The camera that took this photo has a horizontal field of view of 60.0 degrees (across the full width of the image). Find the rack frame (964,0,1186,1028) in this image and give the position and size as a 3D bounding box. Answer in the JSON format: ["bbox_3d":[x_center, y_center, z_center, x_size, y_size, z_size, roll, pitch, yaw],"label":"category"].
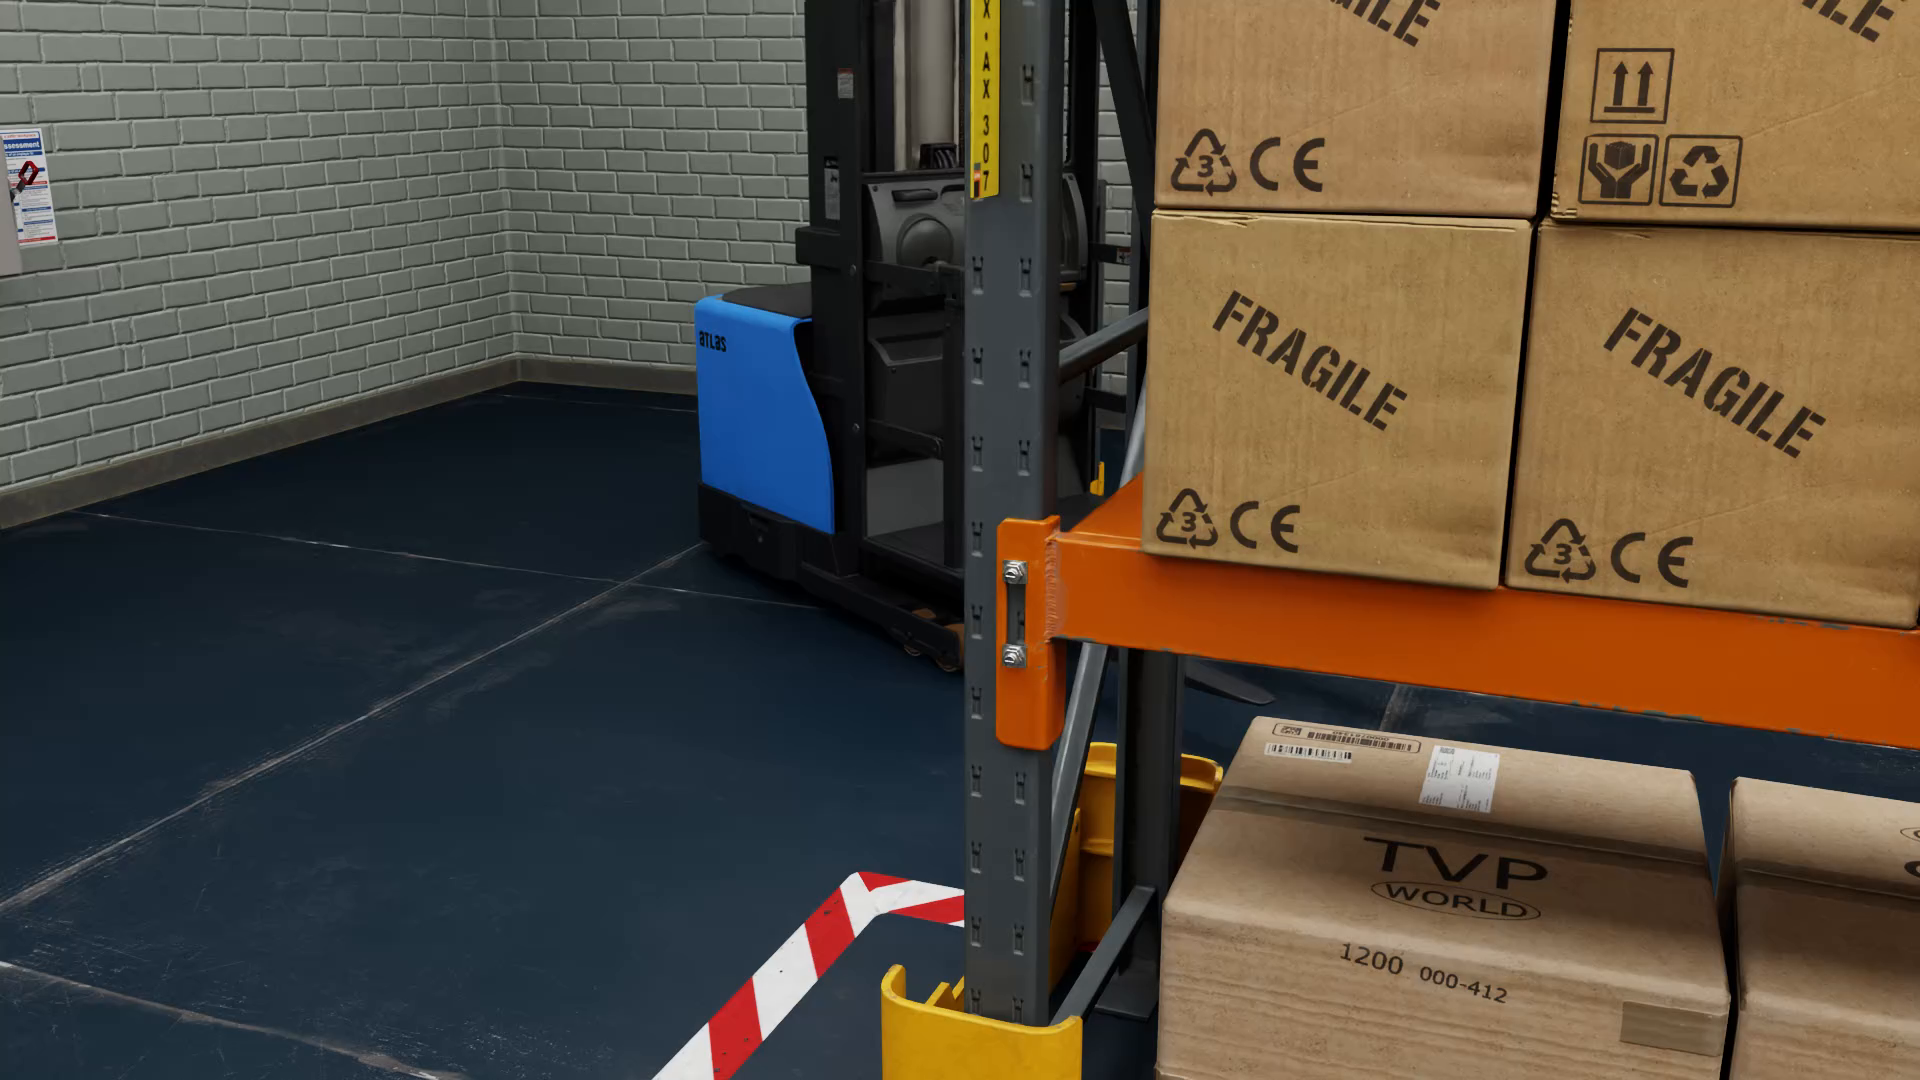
[{"bbox_3d":[0.244,-0.333,2.940,0.127,3.000,1.000,6,17,21],"label":"rack frame"}]

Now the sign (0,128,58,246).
[{"bbox_3d":[-4.114,-1.537,7.258,0.001,0.494,0.329,6,17,21],"label":"sign"}]

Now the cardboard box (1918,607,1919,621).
[{"bbox_3d":[1.533,-0.156,2.151,0.500,0.500,0.500,6,17,20],"label":"cardboard box"}]

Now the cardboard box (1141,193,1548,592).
[{"bbox_3d":[0.586,-0.257,2.500,0.500,0.500,0.500,6,17,20],"label":"cardboard box"}]

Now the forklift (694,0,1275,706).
[{"bbox_3d":[0.207,-1.115,5.756,1.130,2.935,3.031,-12,20,-36],"label":"forklift"}]

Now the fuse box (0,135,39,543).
[{"bbox_3d":[-4.103,-0.815,6.911,0.414,1.711,0.539,6,17,21],"label":"fuse box"}]

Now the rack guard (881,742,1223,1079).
[{"bbox_3d":[0.222,0.865,3.297,0.348,0.500,1.175,6,17,21],"label":"rack guard"}]

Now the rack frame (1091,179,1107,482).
[{"bbox_3d":[0.464,-0.766,7.124,0.032,1.500,0.500,12,20,35],"label":"rack frame"}]

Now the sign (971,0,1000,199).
[{"bbox_3d":[0.035,-0.643,2.314,0.005,0.325,0.100,6,17,21],"label":"sign"}]

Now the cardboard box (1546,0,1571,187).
[{"bbox_3d":[0.780,-0.873,2.829,0.500,0.500,0.500,7,18,22],"label":"cardboard box"}]

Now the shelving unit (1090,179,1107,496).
[{"bbox_3d":[0.051,-0.853,7.422,1.083,1.500,0.587,12,20,35],"label":"shelving unit"}]

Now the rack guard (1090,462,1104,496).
[{"bbox_3d":[0.449,-0.170,7.309,0.087,0.250,0.587,12,20,35],"label":"rack guard"}]
